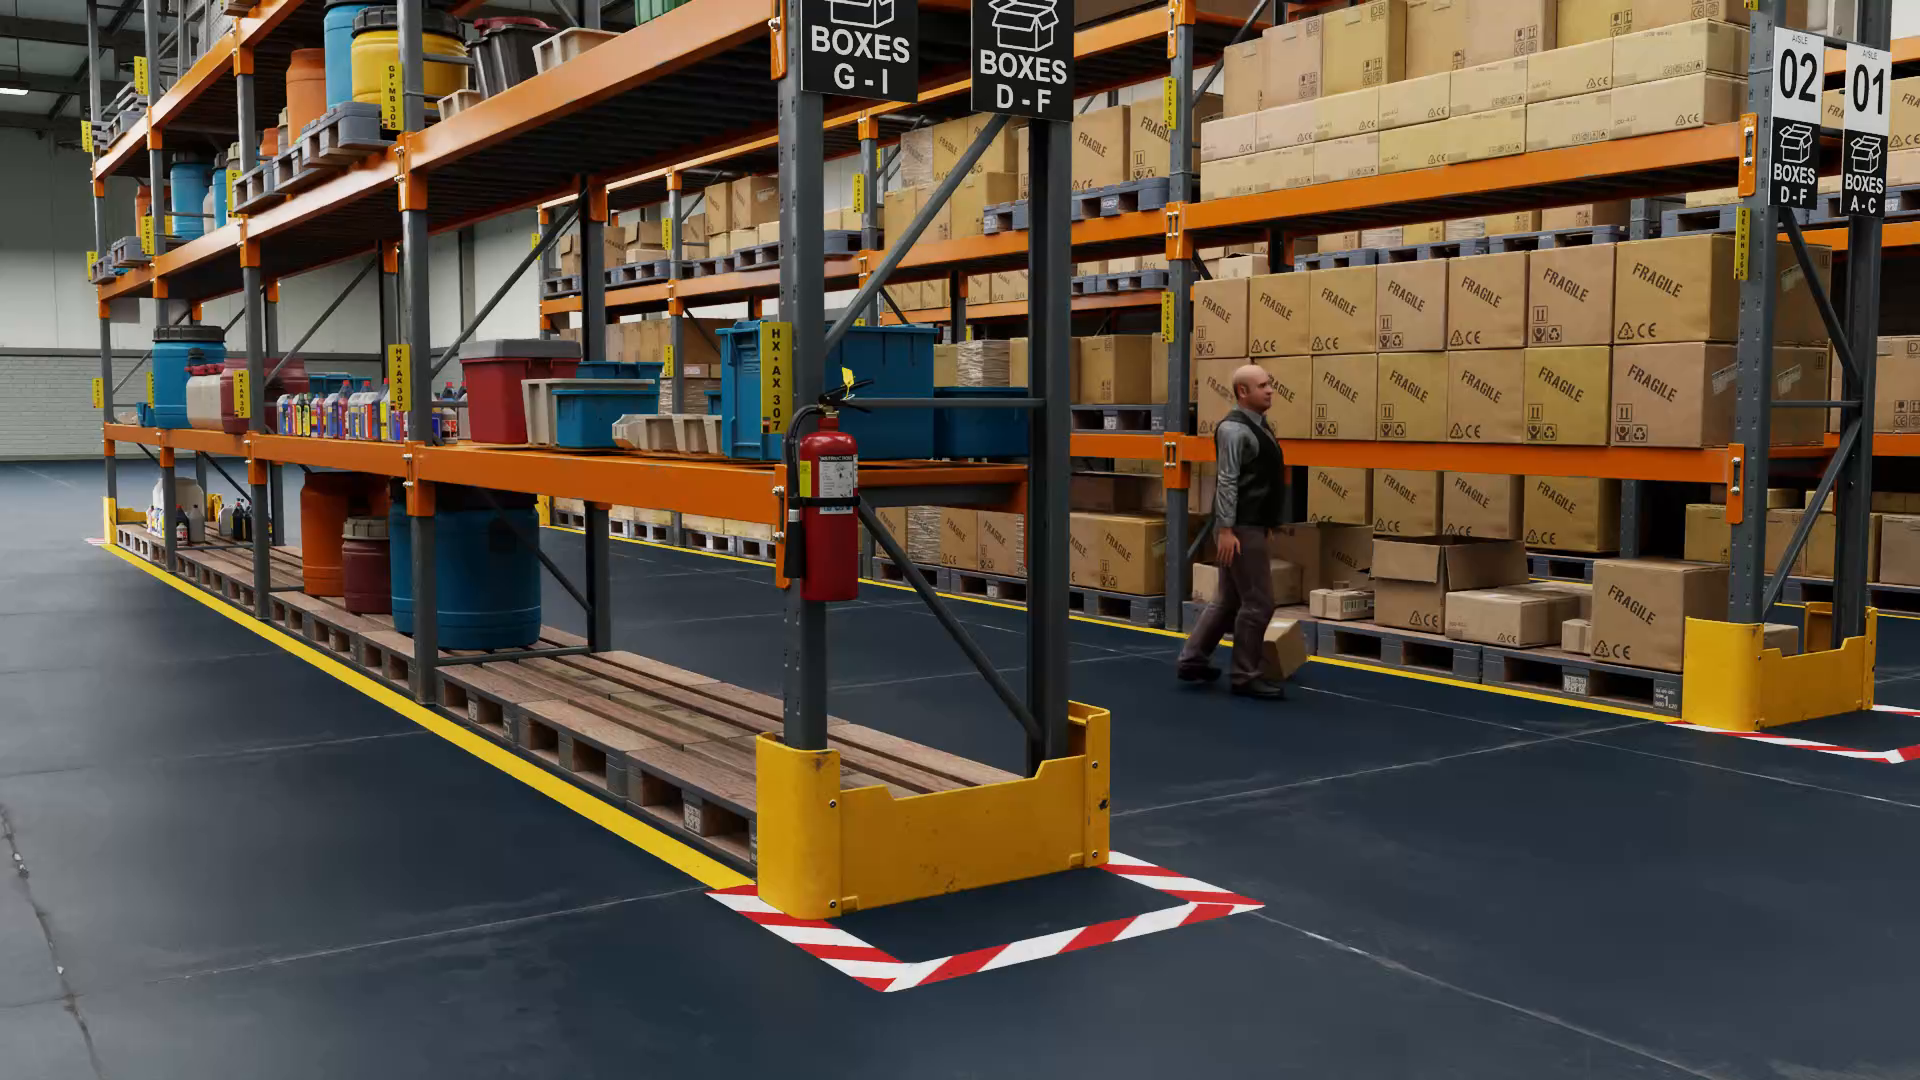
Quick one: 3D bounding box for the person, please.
[{"bbox_3d":[1.414,-0.050,8.637,0.590,1.710,0.584,2,5,19],"label":"person"}]
